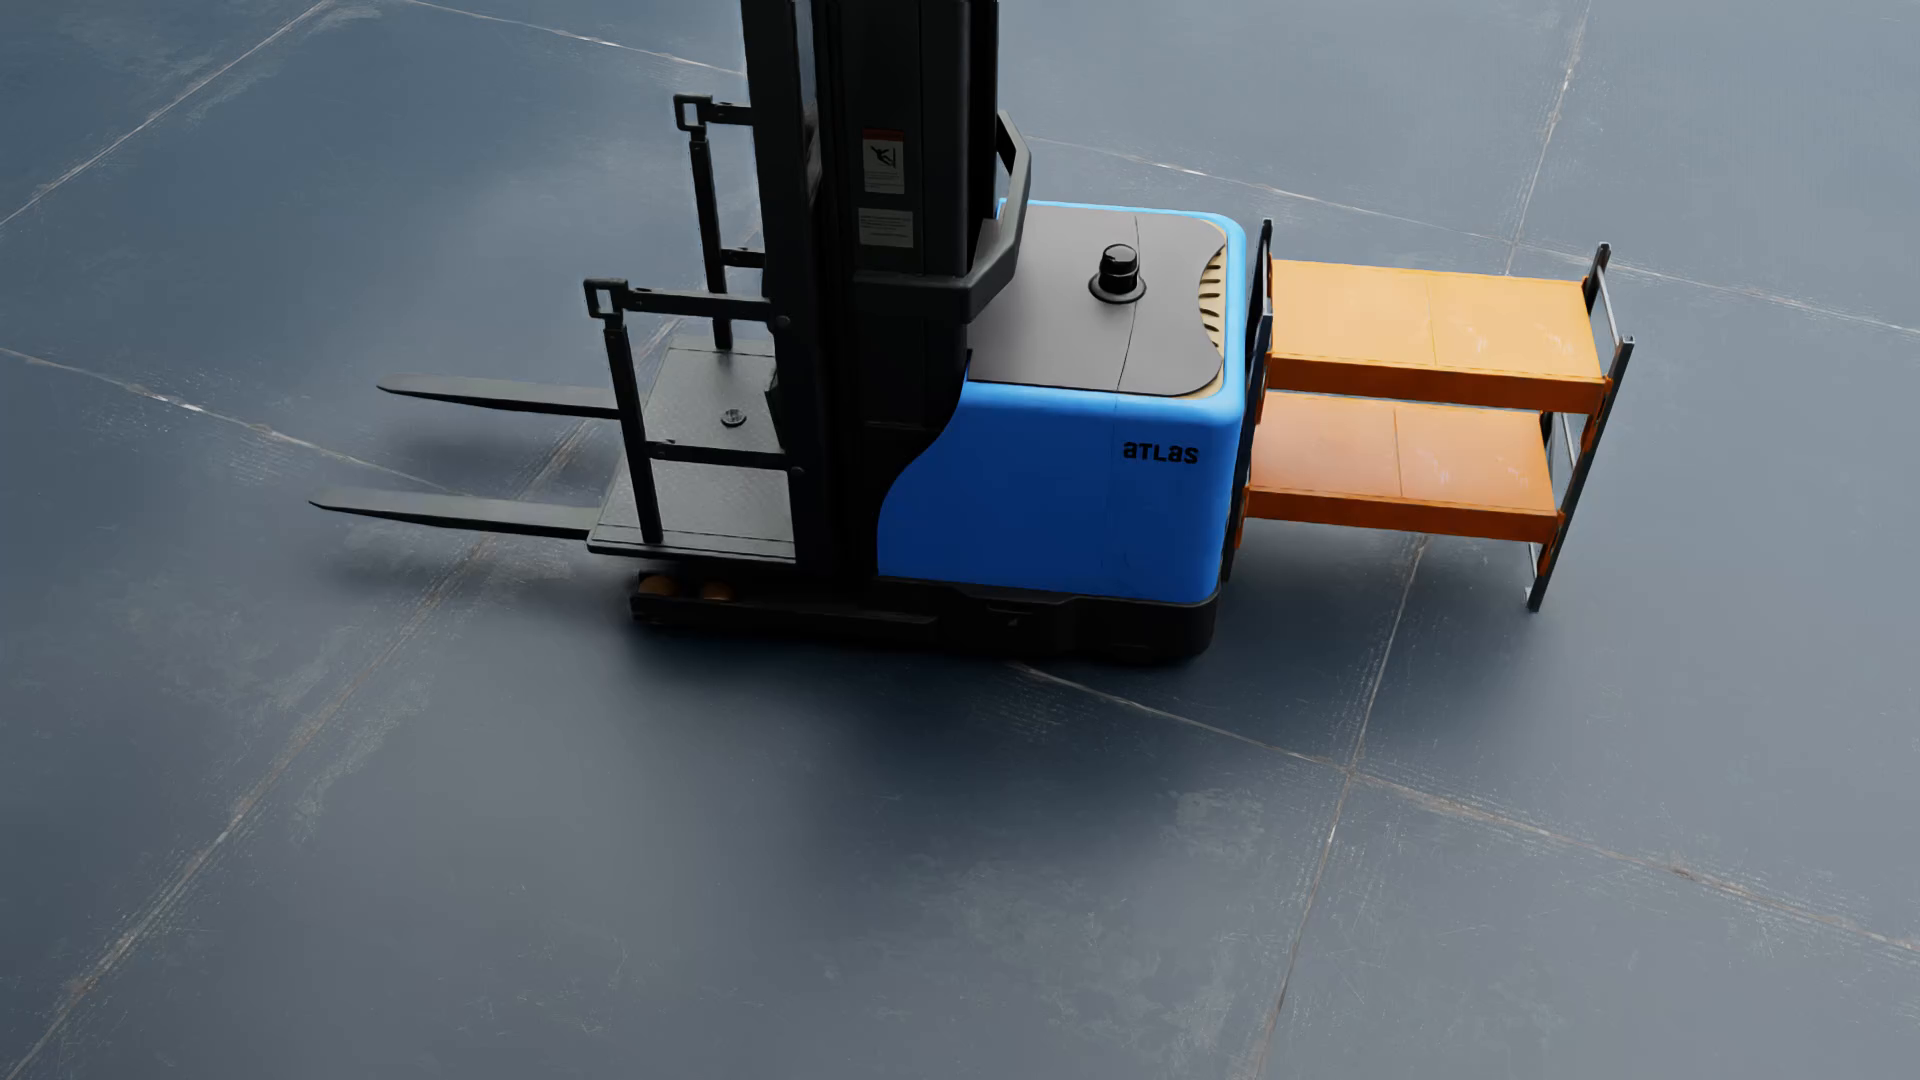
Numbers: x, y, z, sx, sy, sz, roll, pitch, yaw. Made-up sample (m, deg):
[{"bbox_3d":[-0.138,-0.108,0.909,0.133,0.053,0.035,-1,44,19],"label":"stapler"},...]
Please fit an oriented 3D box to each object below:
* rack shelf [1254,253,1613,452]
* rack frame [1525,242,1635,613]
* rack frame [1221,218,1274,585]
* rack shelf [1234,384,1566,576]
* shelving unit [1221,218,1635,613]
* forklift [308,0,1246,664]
[{"bbox_3d":[1.427,-0.587,5.127,1.000,0.278,0.538,5,45,5],"label":"rack shelf"},{"bbox_3d":[1.931,-0.333,5.288,0.032,1.125,0.500,5,45,5],"label":"rack frame"},{"bbox_3d":[0.923,-0.425,5.379,0.032,1.125,0.500,5,45,5],"label":"rack frame"},{"bbox_3d":[1.427,-0.206,5.506,1.000,0.278,0.538,5,45,5],"label":"rack shelf"},{"bbox_3d":[1.427,-0.379,5.334,1.048,1.125,0.538,5,45,5],"label":"shelving unit"},{"bbox_3d":[-0.640,-1.107,4.784,3.031,2.935,1.130,5,45,5],"label":"forklift"}]
